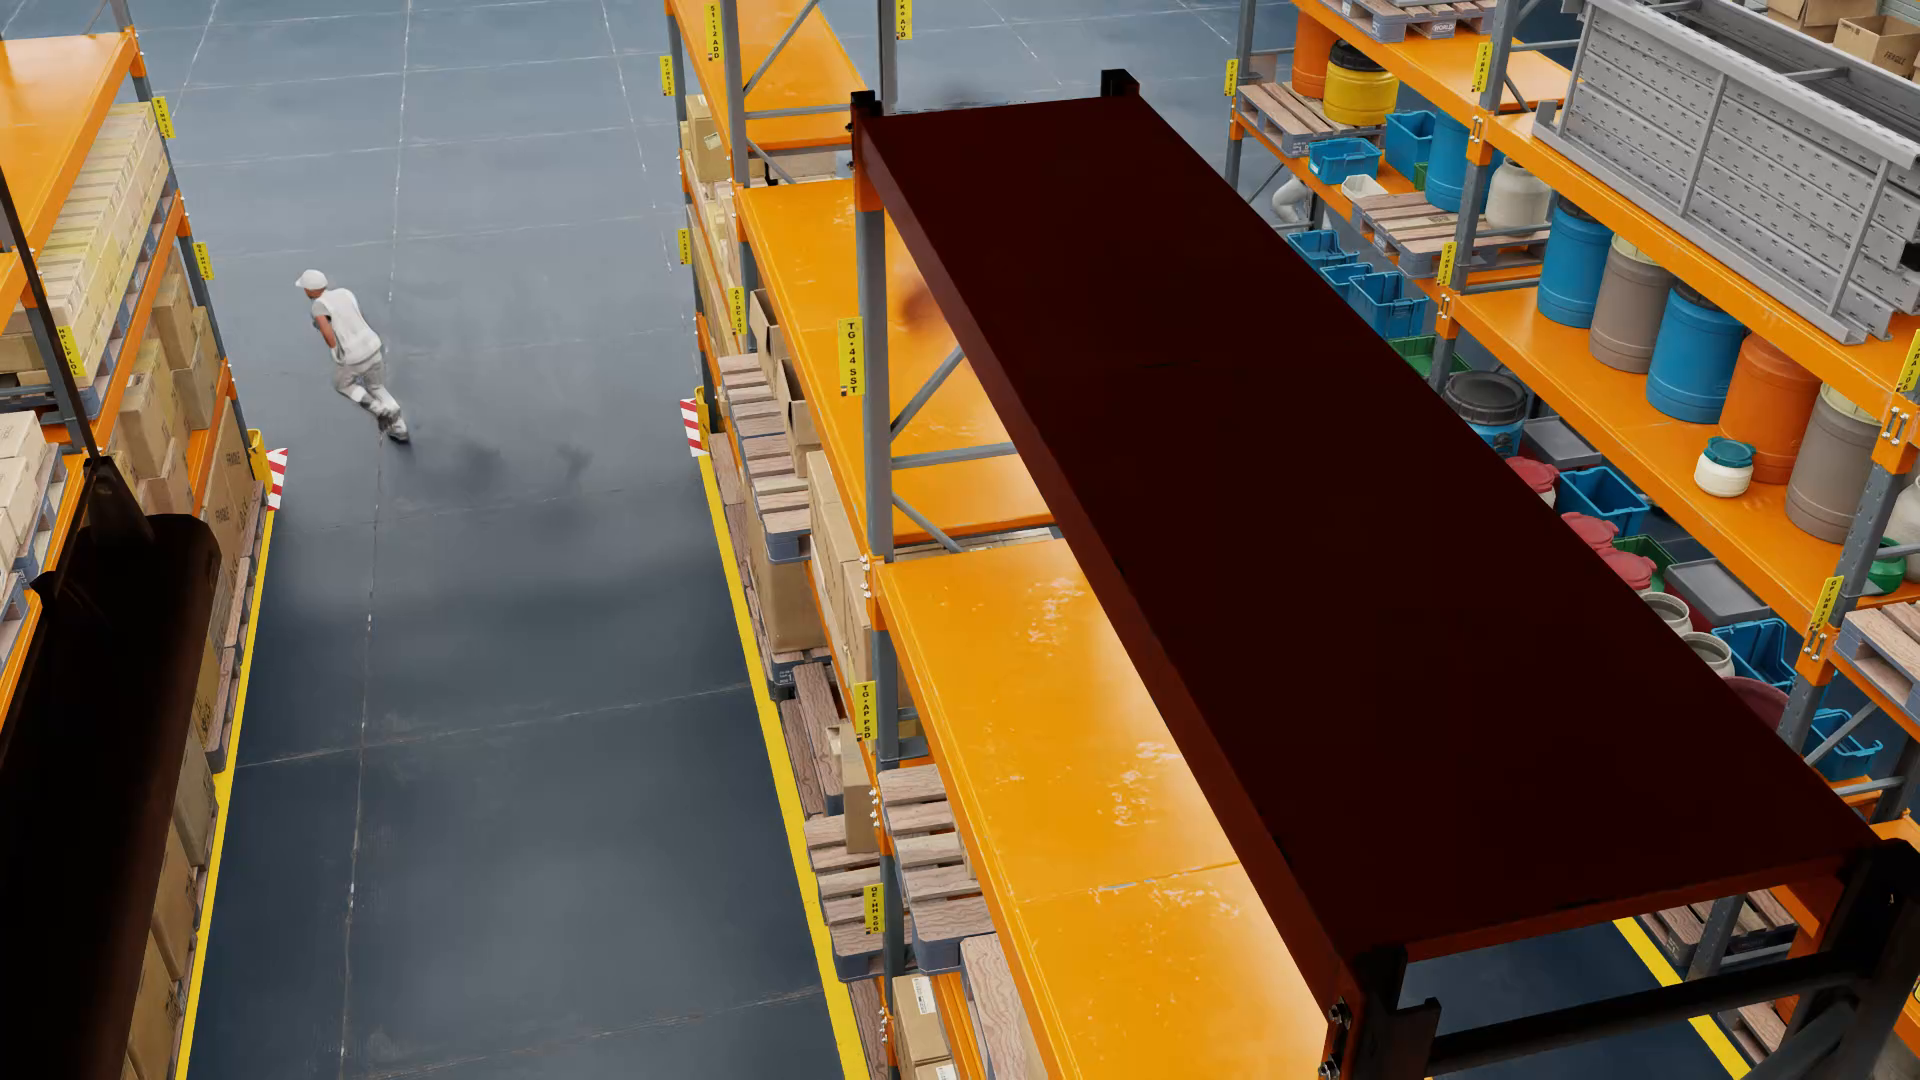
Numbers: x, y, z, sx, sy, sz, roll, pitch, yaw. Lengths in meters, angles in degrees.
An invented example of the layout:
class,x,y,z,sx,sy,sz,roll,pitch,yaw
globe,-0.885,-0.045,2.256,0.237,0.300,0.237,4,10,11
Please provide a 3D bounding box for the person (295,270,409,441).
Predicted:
class,x,y,z,sx,sy,sz,roll,pitch,yaw
person,-5.546,-1.654,15.074,0.889,1.605,0.700,12,36,17

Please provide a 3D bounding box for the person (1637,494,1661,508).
class,x,y,z,sx,sy,sz,roll,pitch,yaw
person,6.223,-0.873,13.776,0.689,1.788,1.012,-23,40,-29

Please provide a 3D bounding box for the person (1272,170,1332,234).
class,x,y,z,sx,sy,sz,roll,pitch,yaw
person,3.814,-3.996,18.389,0.910,1.718,0.644,9,35,13
